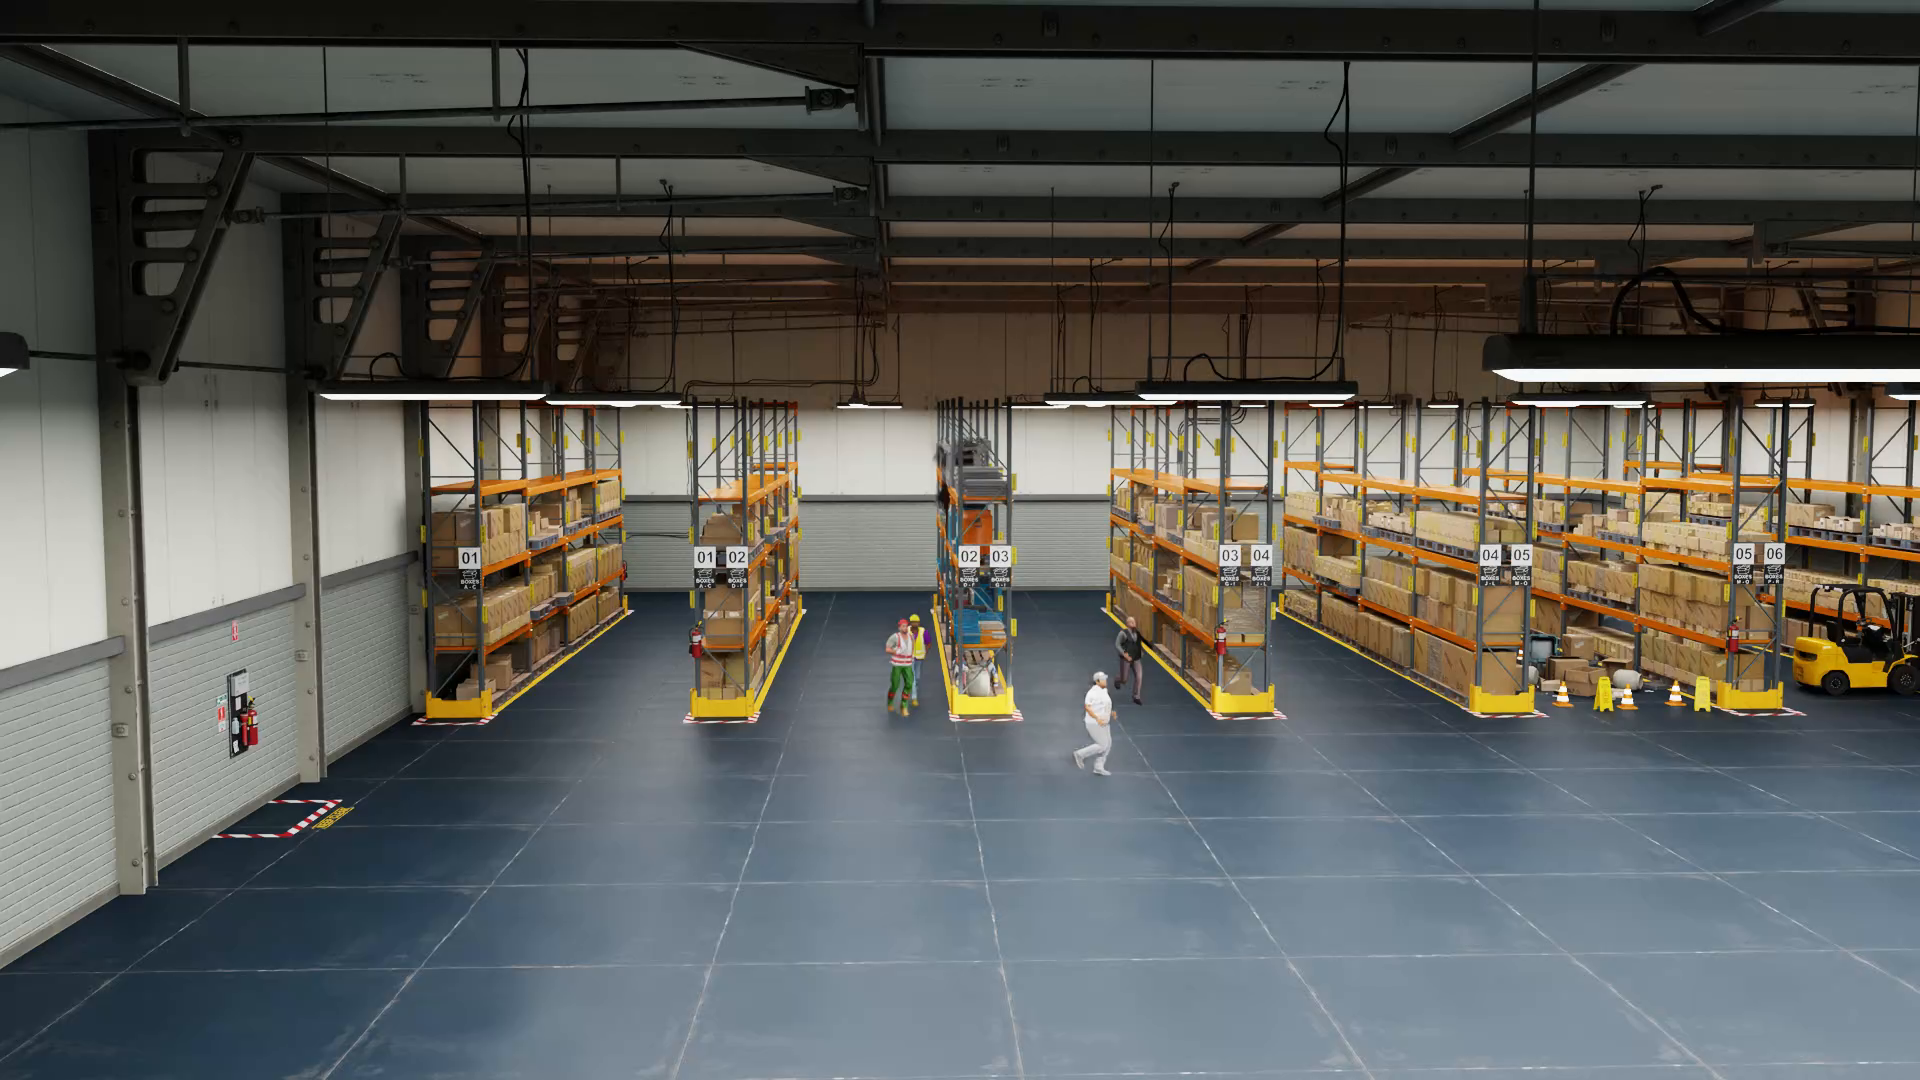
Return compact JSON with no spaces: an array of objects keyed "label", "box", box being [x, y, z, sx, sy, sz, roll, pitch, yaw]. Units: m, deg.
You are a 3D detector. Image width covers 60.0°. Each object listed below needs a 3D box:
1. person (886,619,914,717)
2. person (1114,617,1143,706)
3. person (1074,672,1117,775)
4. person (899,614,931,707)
[{"label":"person","box":[-1.112,2.416,31.458,0.657,1.864,0.726,-2,5,-26]},{"label":"person","box":[3.348,2.370,32.791,0.643,1.710,0.996,-1,5,-17]},{"label":"person","box":[2.158,2.897,26.296,0.601,1.629,0.602,2,5,25]},{"label":"person","box":[-0.898,2.321,32.596,0.661,1.763,0.986,-1,4,-11]}]
